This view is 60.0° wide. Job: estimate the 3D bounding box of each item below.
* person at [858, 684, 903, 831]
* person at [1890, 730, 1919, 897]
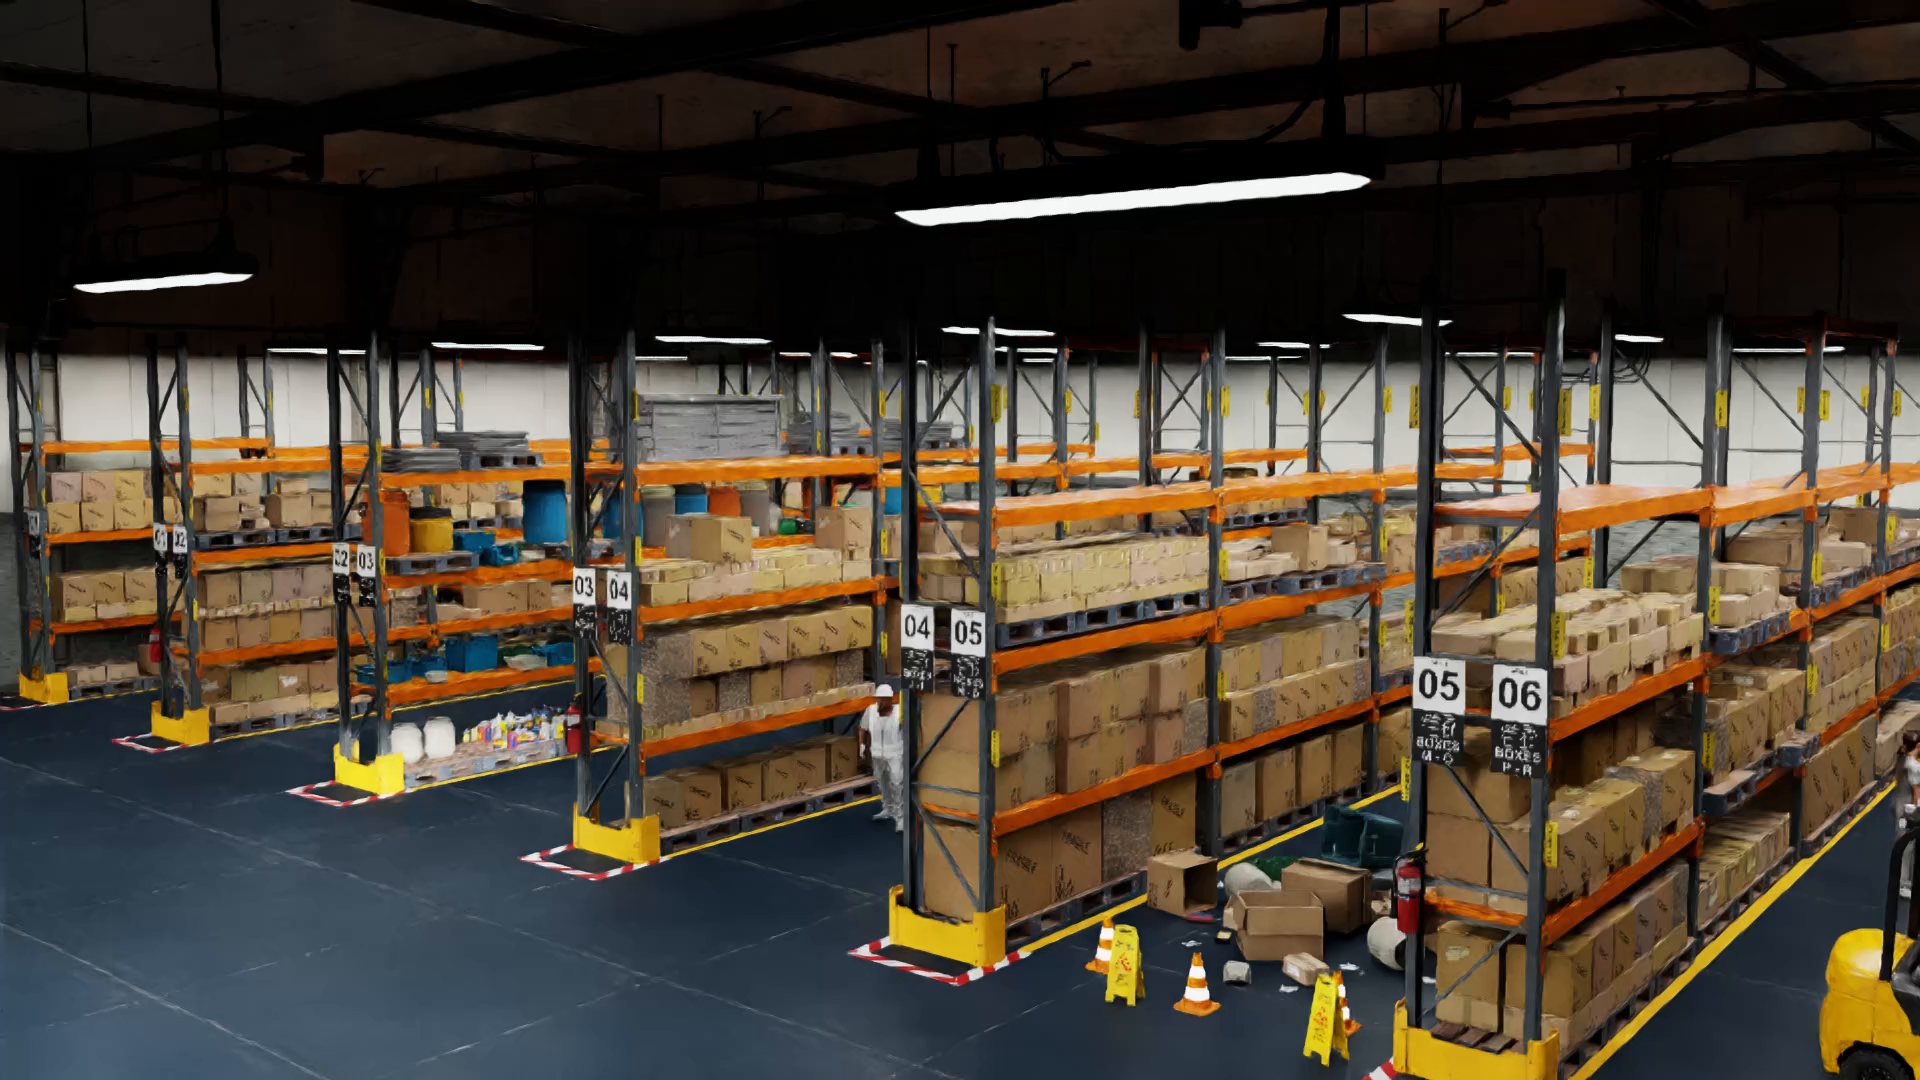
[{"bbox_3d":[-0.843,2.528,19.663,0.694,1.713,0.815,2,5,20],"label":"person"},{"bbox_3d":[9.778,2.782,17.048,0.454,1.677,0.537,1,5,14],"label":"person"}]
